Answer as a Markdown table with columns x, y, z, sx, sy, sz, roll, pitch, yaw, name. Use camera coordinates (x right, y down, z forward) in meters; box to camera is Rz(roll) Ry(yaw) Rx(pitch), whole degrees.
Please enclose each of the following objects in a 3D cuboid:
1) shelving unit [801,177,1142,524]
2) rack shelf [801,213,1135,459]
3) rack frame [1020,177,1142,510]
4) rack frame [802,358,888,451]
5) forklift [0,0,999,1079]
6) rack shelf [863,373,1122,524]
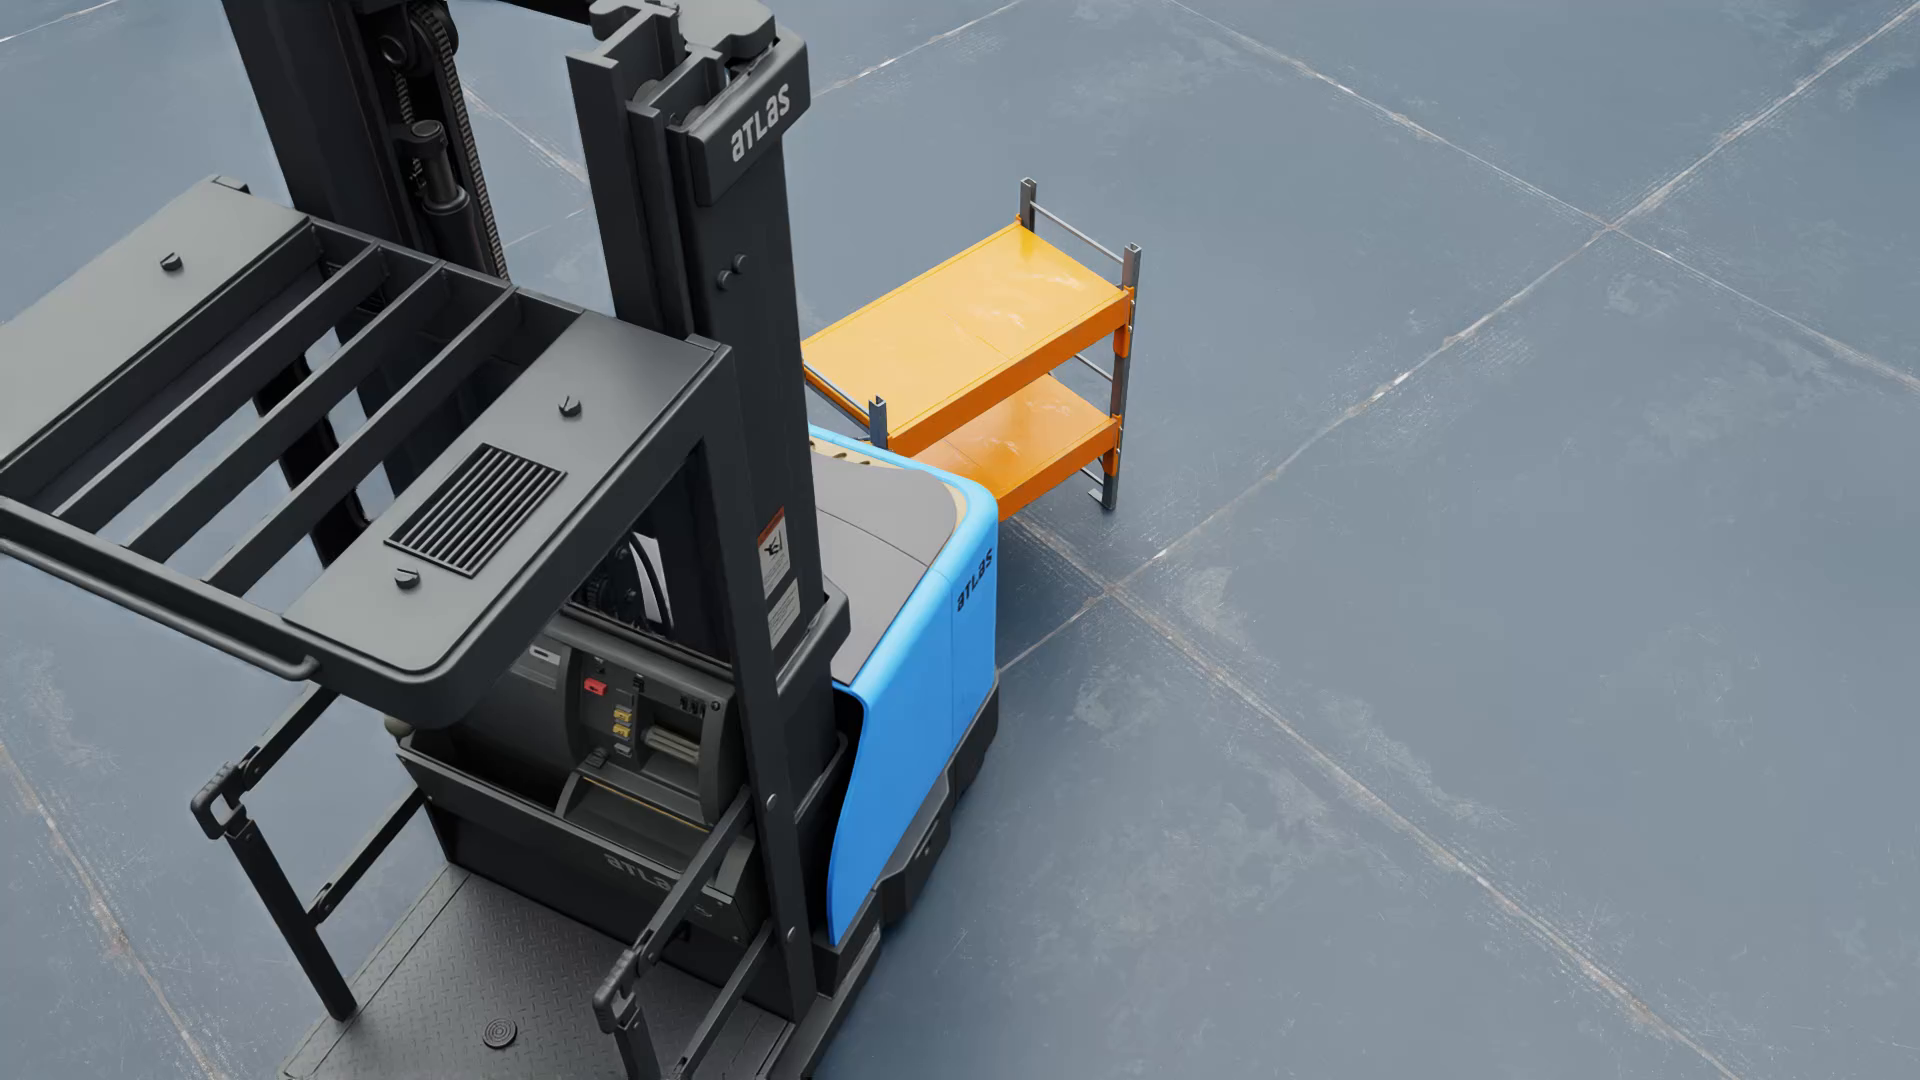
| x | y | z | sx | sy | sz | roll | pitch | yaw | name |
| --- | --- | --- | --- | --- | --- | --- | --- | --- | --- |
| -0.005 | -0.378 | 5.334 | 1.048 | 1.125 | 0.538 | -34 | 56 | -27 | shelving unit |
| -0.005 | -0.577 | 5.118 | 1.000 | 0.278 | 0.538 | -34 | 56 | -27 | rack shelf |
| 0.371 | -0.629 | 5.565 | 0.032 | 1.125 | 0.500 | -34 | 56 | -27 | rack frame |
| -0.381 | -0.127 | 5.102 | 0.032 | 1.125 | 0.500 | -34 | 56 | -27 | rack frame |
| -0.983 | 0.416 | 3.372 | 1.130 | 2.935 | 3.031 | 20 | 50 | 17 | forklift |
| -0.005 | -0.212 | 5.513 | 1.000 | 0.278 | 0.538 | -34 | 56 | -27 | rack shelf |
